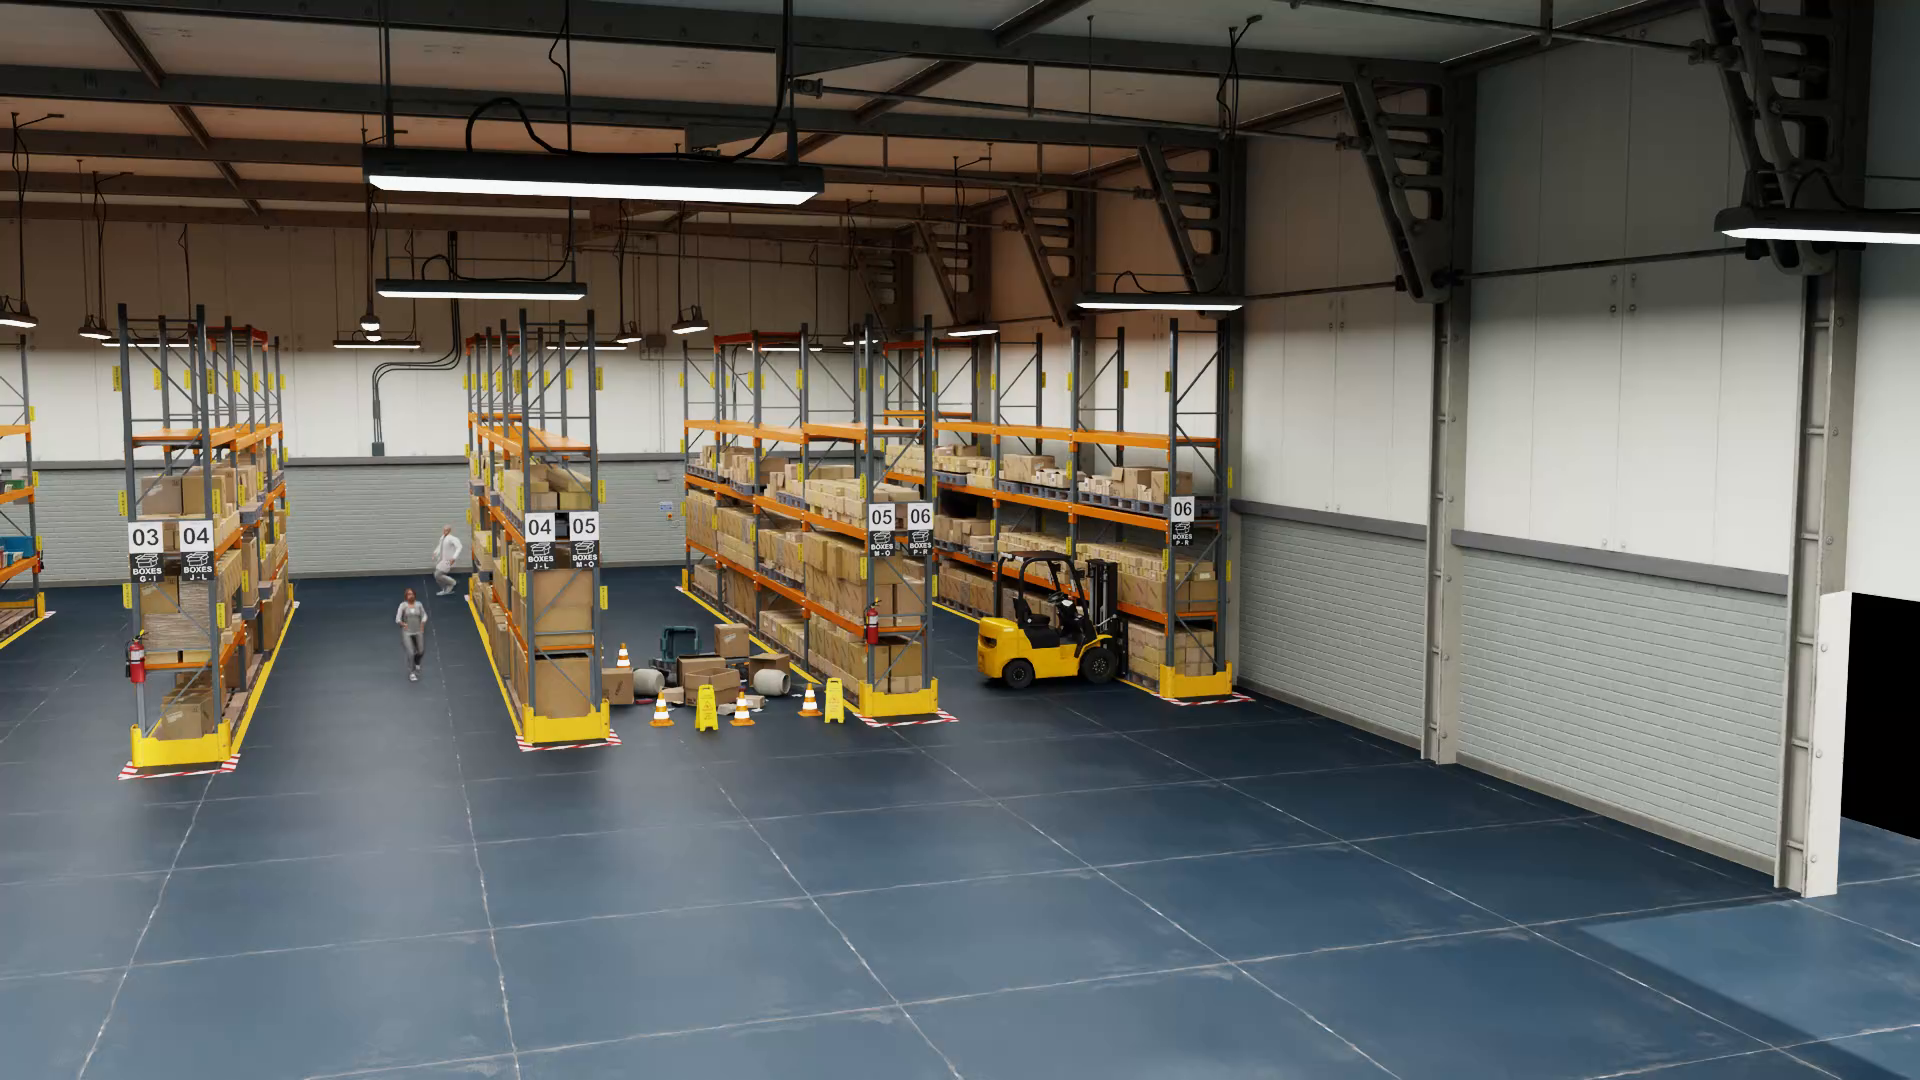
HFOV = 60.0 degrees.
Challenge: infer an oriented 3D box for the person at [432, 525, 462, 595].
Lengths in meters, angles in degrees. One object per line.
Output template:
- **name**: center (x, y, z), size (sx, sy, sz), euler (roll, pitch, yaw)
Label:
- **person**: center (-12.038, 0.486, 38.968), size (0.564, 1.687, 0.820), euler (-5, 7, -43)

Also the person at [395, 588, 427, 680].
- **person**: center (-9.178, 1.583, 27.887), size (0.529, 1.552, 0.549), euler (-3, 6, -28)
